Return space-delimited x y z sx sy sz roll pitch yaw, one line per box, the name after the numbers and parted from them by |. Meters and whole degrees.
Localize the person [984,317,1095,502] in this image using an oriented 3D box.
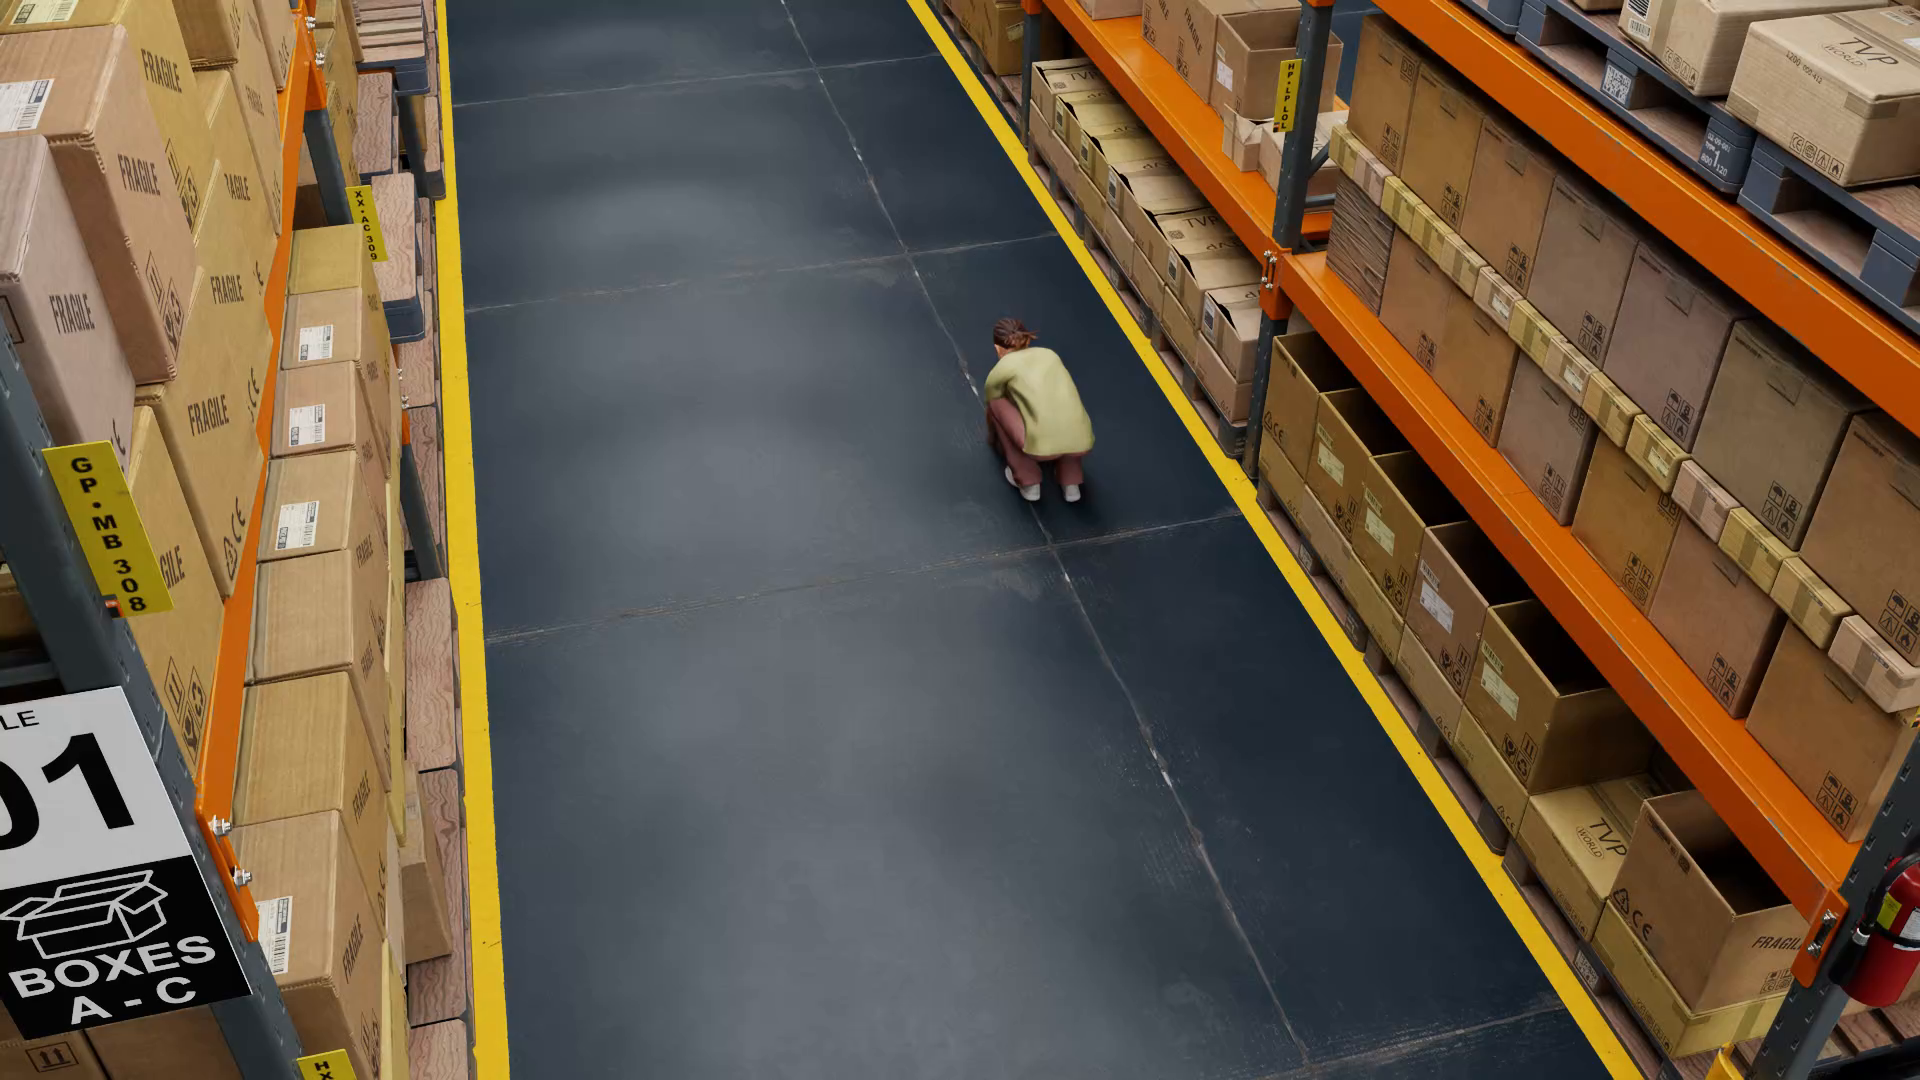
0.380 -0.608 8.306 0.465 0.800 0.835 -10 39 -12 | person
